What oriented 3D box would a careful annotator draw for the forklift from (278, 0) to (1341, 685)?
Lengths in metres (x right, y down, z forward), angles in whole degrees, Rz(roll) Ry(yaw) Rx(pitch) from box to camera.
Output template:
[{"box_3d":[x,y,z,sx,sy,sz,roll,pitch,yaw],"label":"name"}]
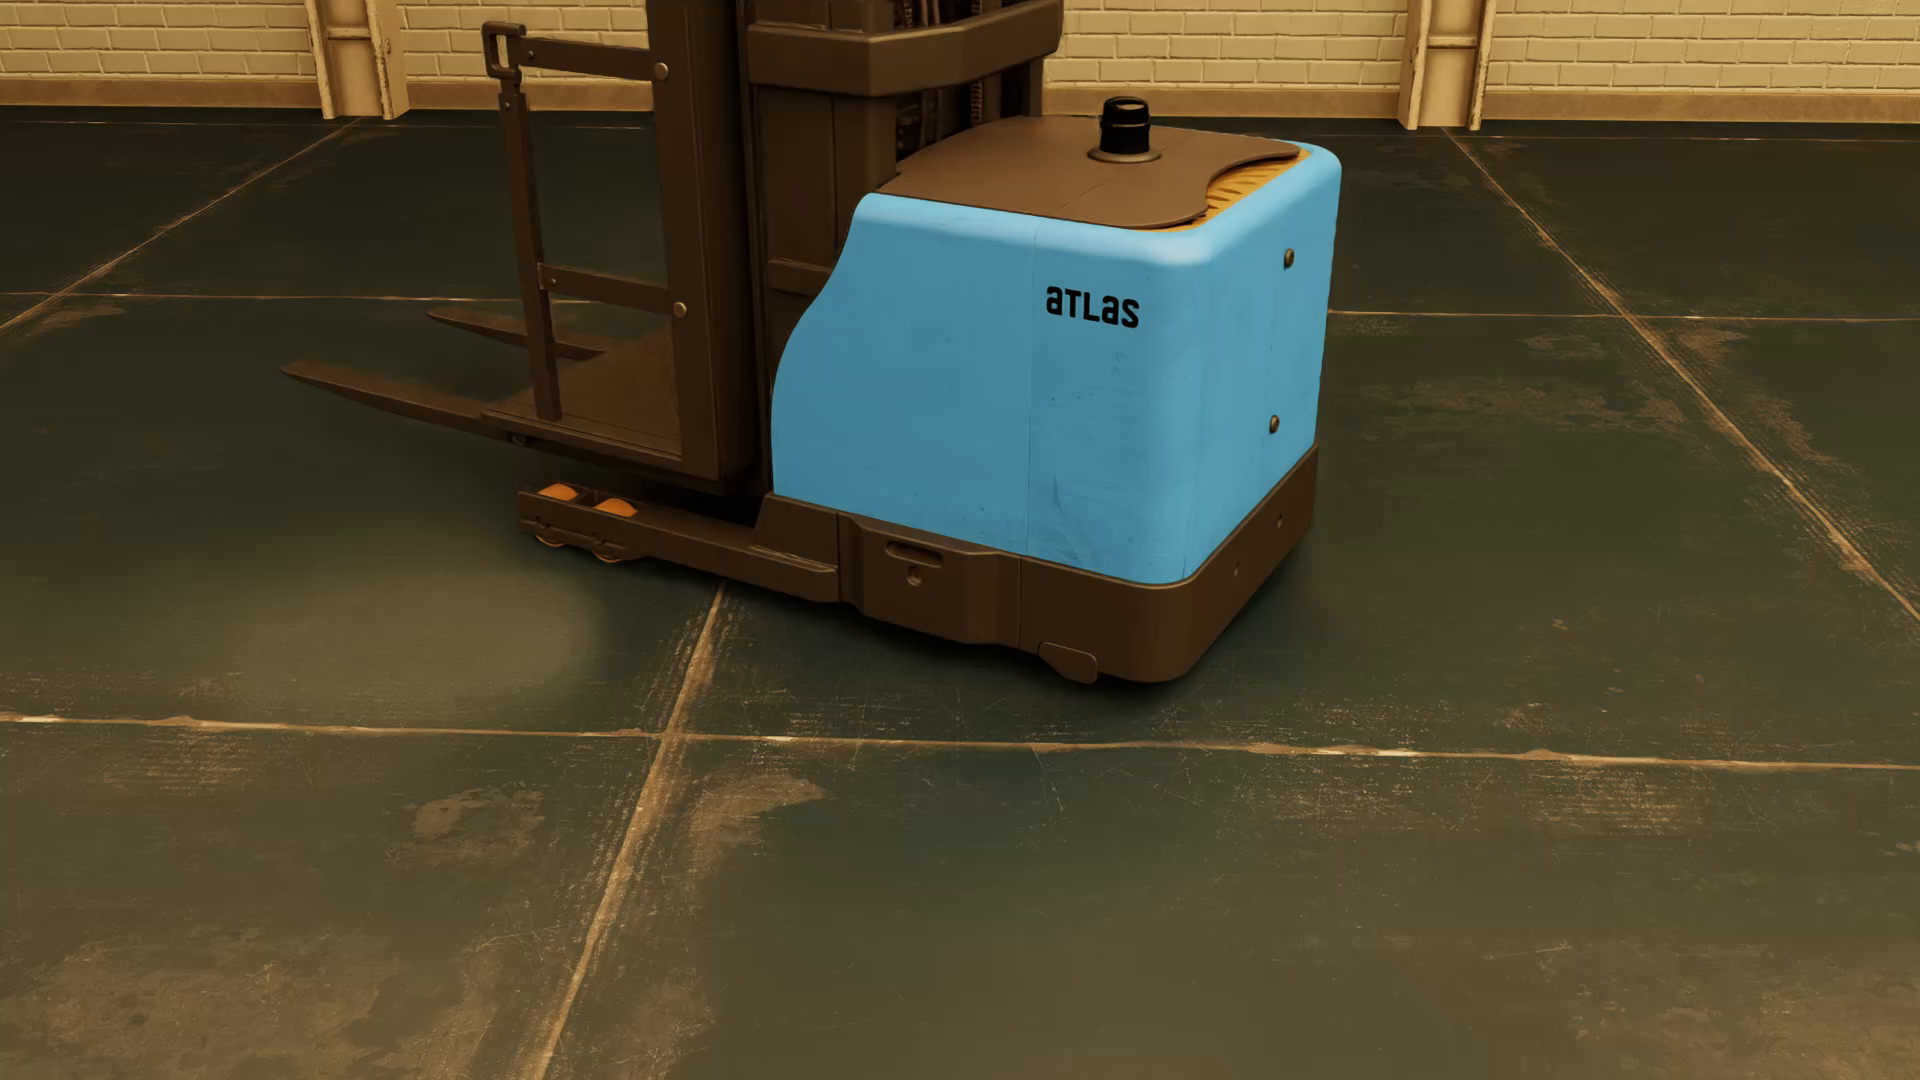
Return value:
[{"box_3d":[-0.601,-1.442,4.132,3.031,2.935,1.130,14,29,26],"label":"forklift"}]
